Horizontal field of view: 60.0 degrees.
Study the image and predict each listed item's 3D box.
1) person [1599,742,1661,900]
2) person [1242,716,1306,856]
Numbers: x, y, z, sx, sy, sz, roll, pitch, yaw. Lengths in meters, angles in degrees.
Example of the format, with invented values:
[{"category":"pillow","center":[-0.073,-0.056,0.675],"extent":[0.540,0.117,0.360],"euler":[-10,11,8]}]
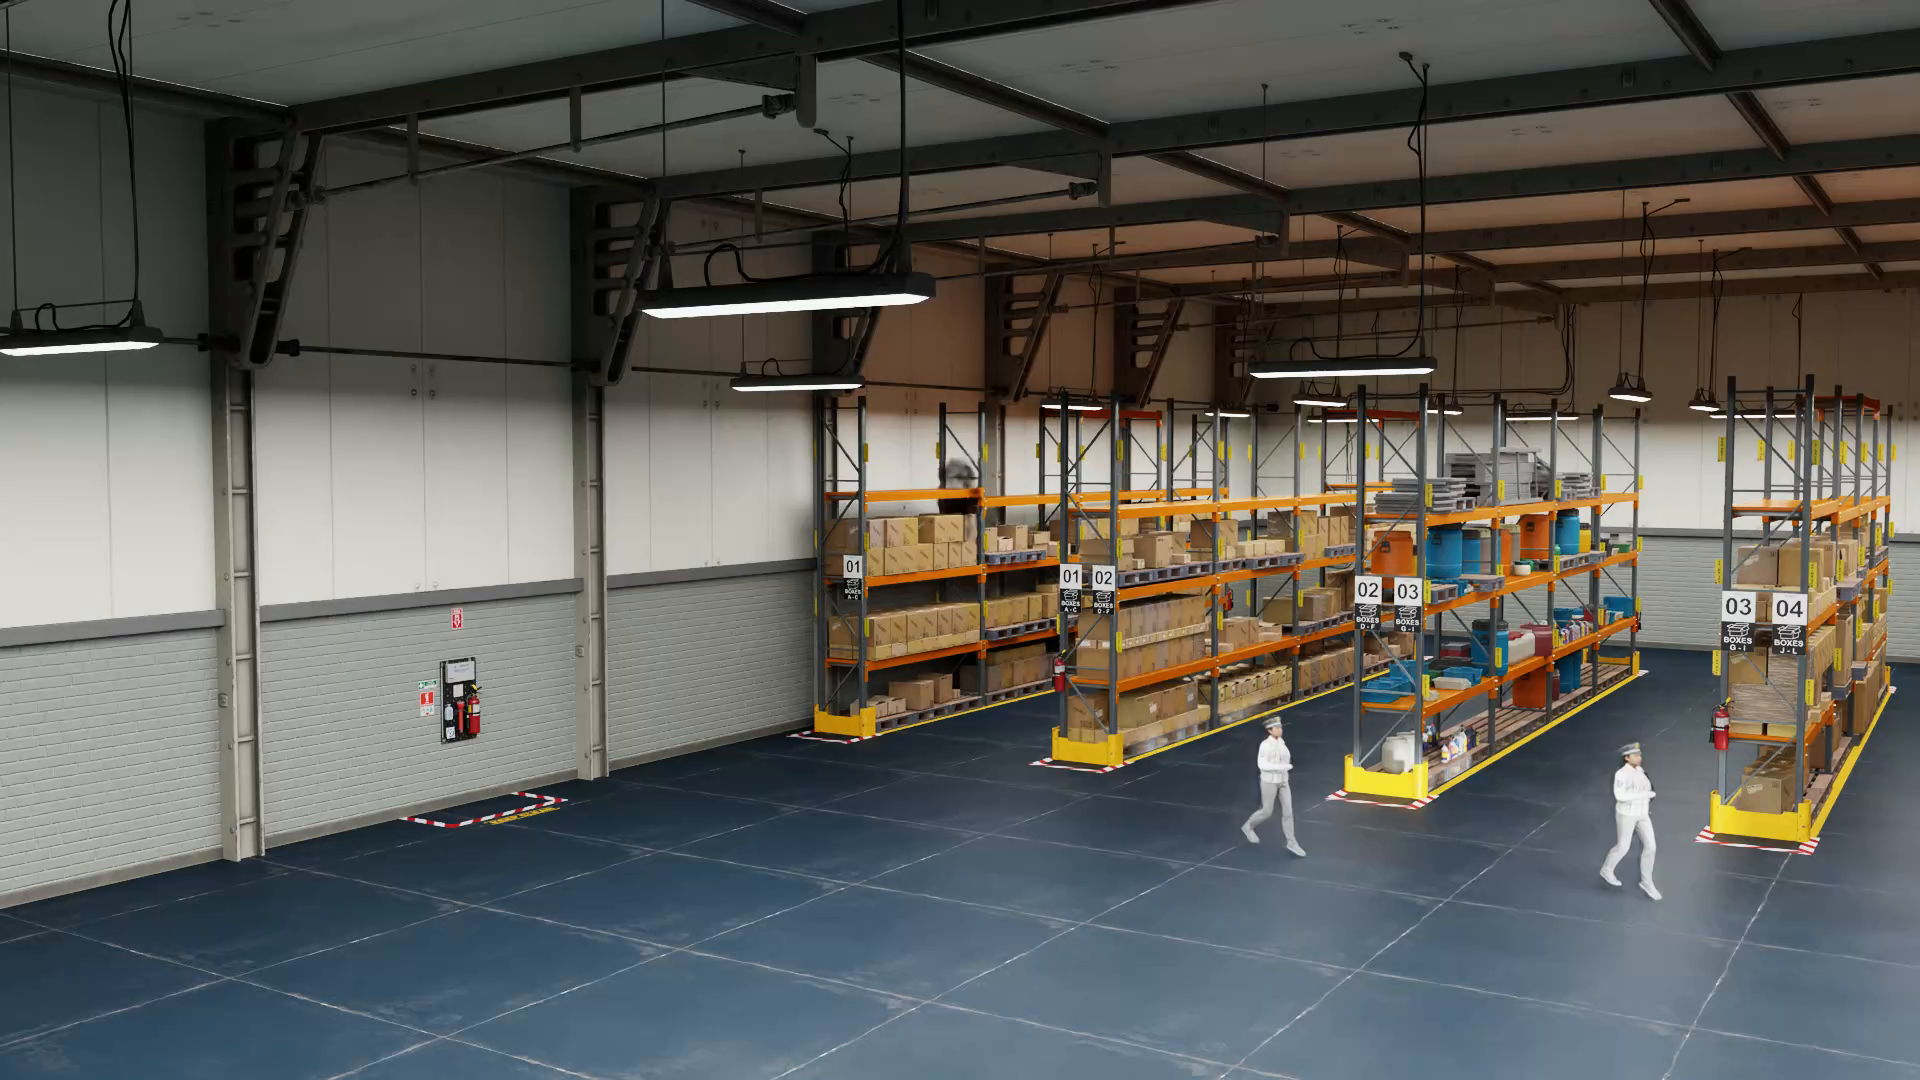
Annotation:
[{"category":"person","center":[7.619,3.157,18.873],"extent":[0.600,1.738,0.740],"euler":[-2,3,-27]},{"category":"person","center":[3.926,3.041,20.779],"extent":[0.612,1.702,0.920],"euler":[-3,4,-40]}]
